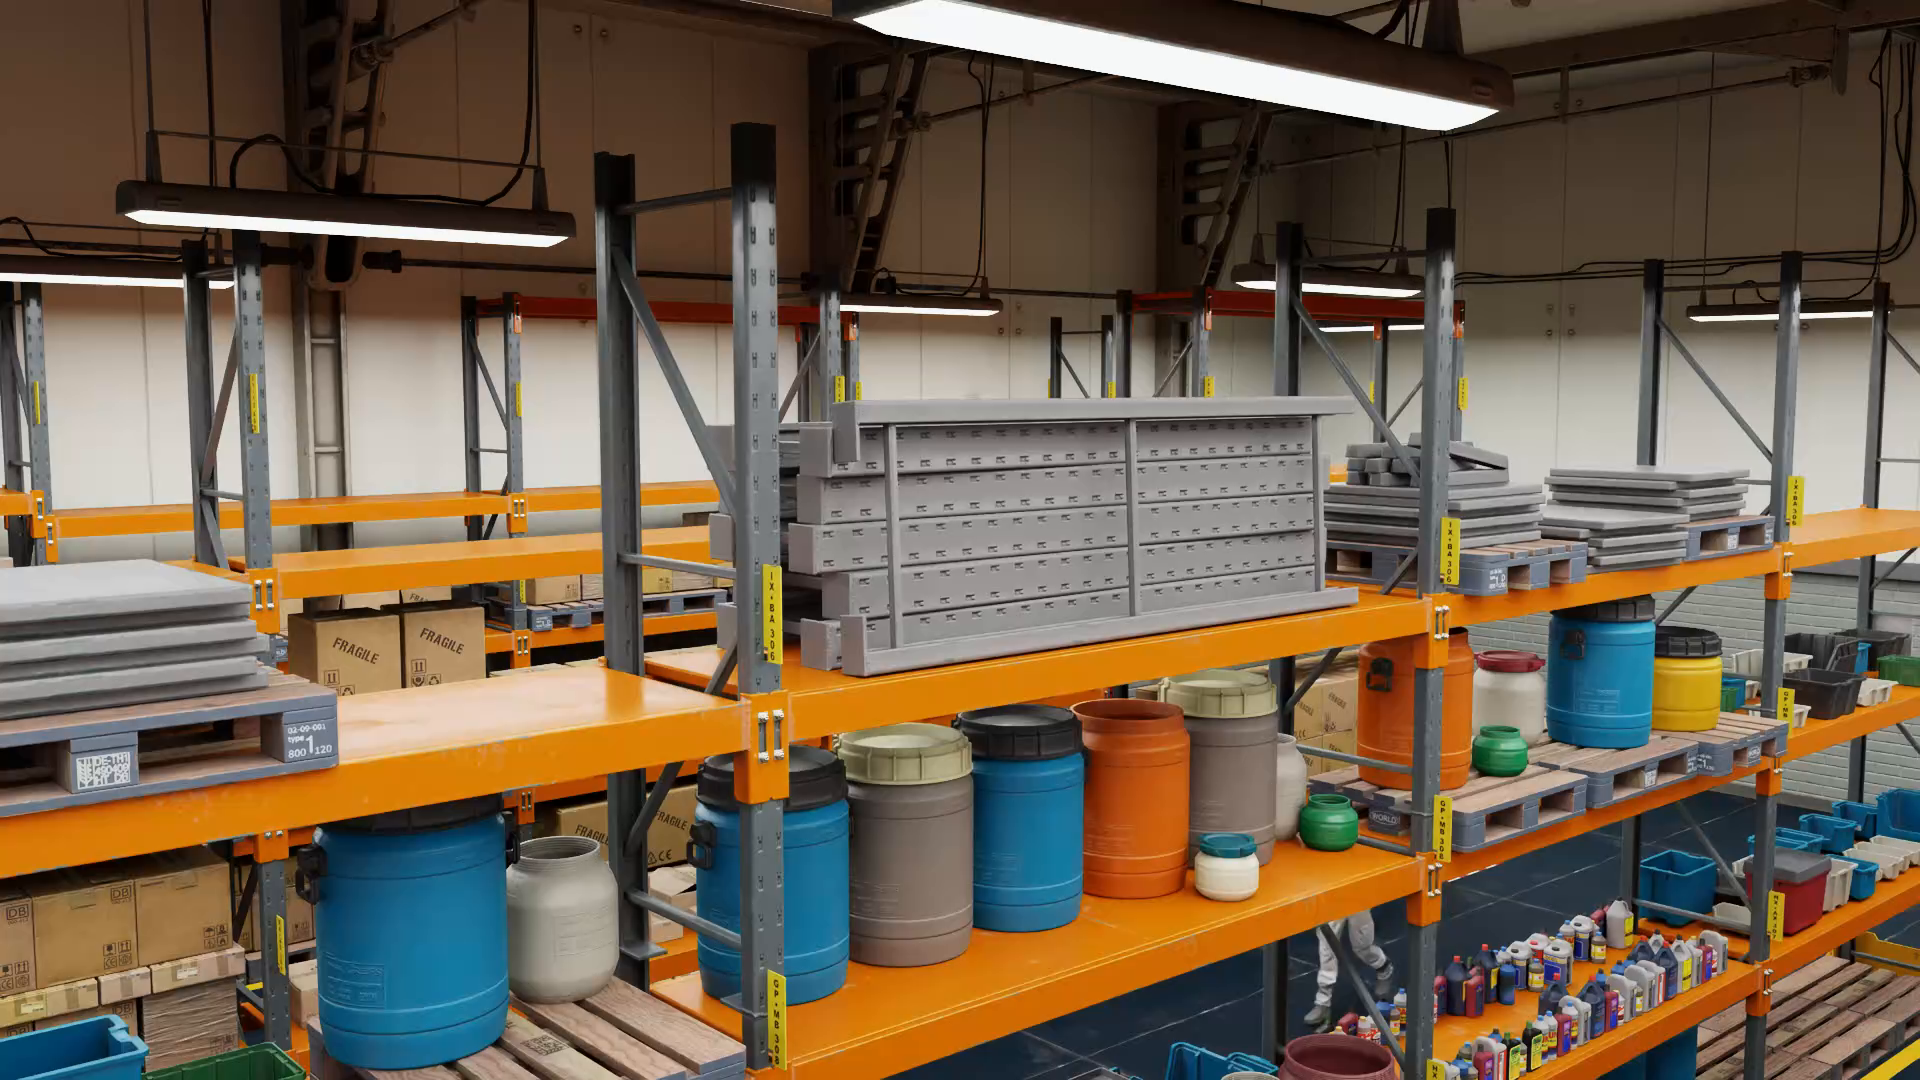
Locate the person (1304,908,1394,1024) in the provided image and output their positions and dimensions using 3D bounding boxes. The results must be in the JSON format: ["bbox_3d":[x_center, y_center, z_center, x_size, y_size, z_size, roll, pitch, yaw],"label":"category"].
[{"bbox_3d":[3.171,2.966,13.553,0.666,1.766,1.052,5,7,40],"label":"person"}]
